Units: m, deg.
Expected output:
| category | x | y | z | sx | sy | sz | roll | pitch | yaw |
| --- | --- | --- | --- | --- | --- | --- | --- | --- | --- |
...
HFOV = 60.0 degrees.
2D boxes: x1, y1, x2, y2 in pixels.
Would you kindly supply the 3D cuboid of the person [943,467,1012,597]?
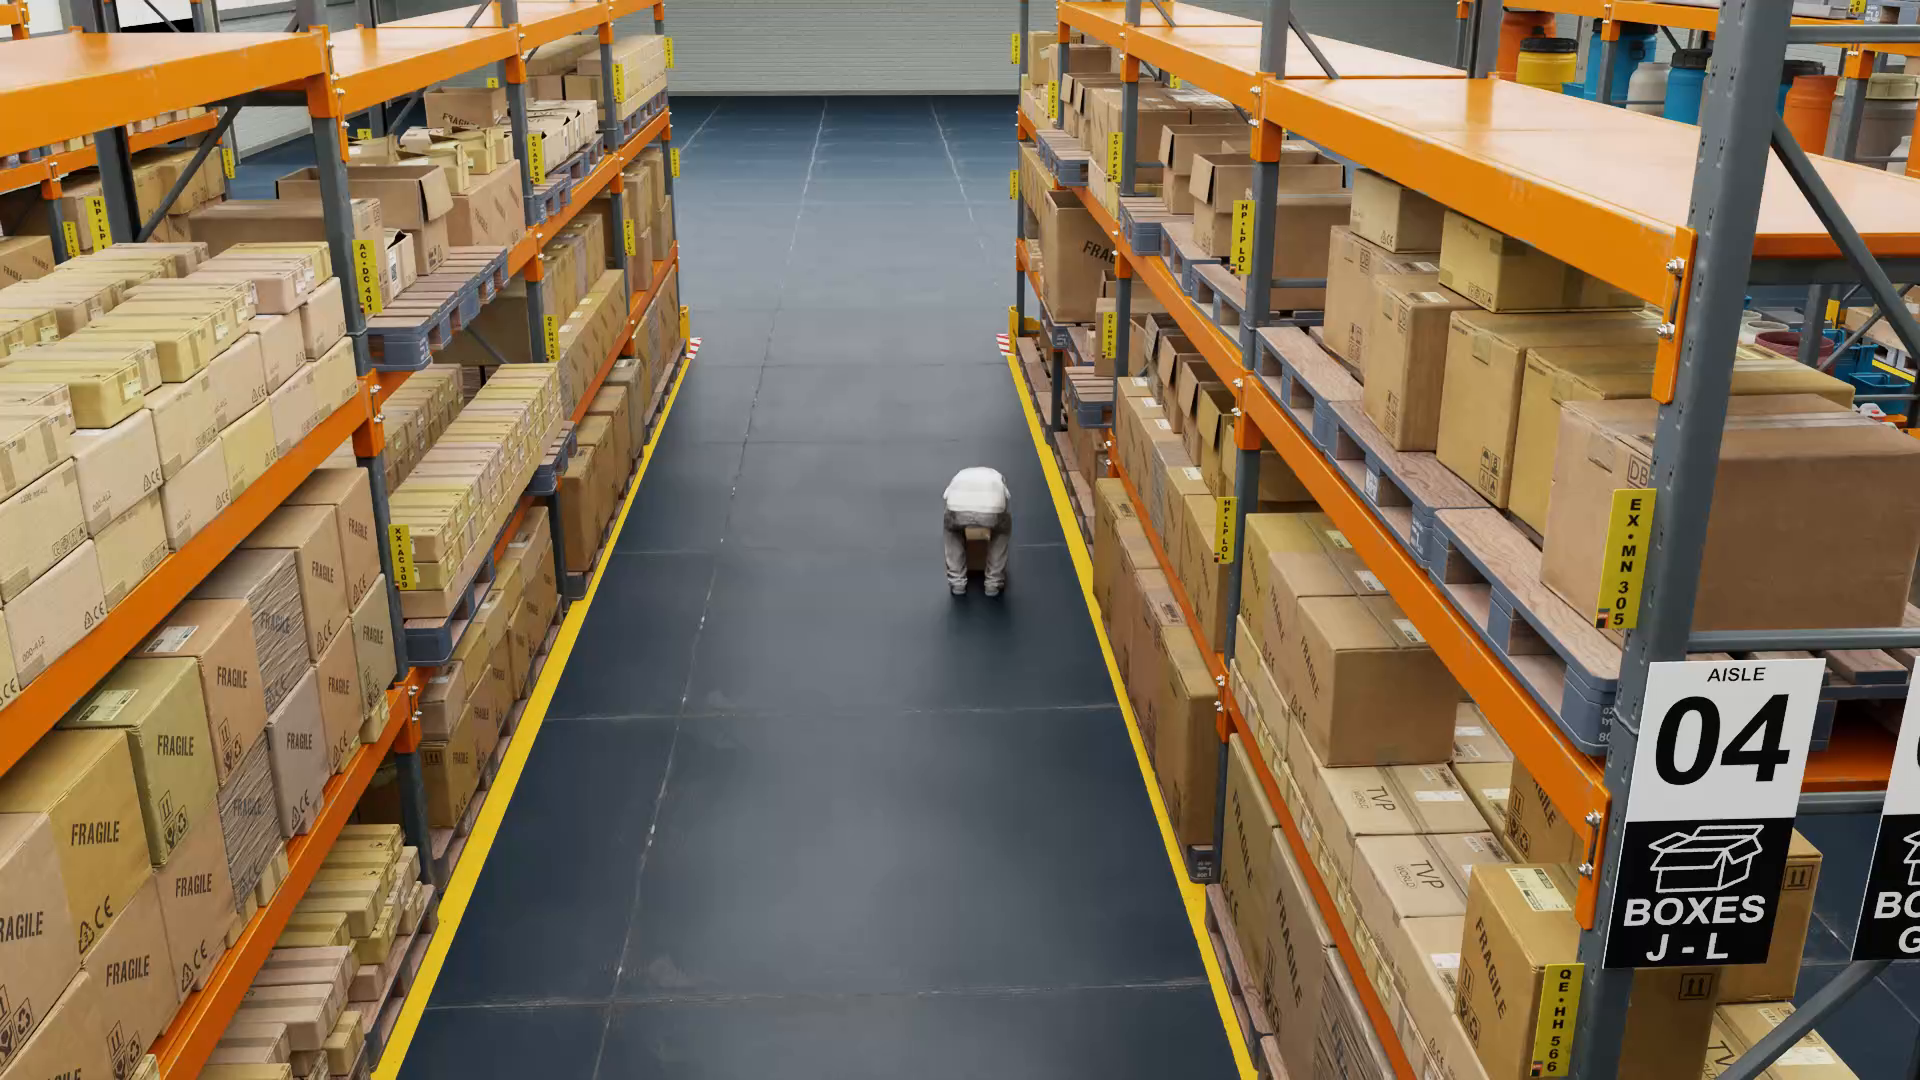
| category | x | y | z | sx | sy | sz | roll | pitch | yaw |
| --- | --- | --- | --- | --- | --- | --- | --- | --- | --- |
| person | 0.131 | -0.128 | 12.602 | 0.532 | 0.946 | 0.981 | 1 | 20 | 4 |
